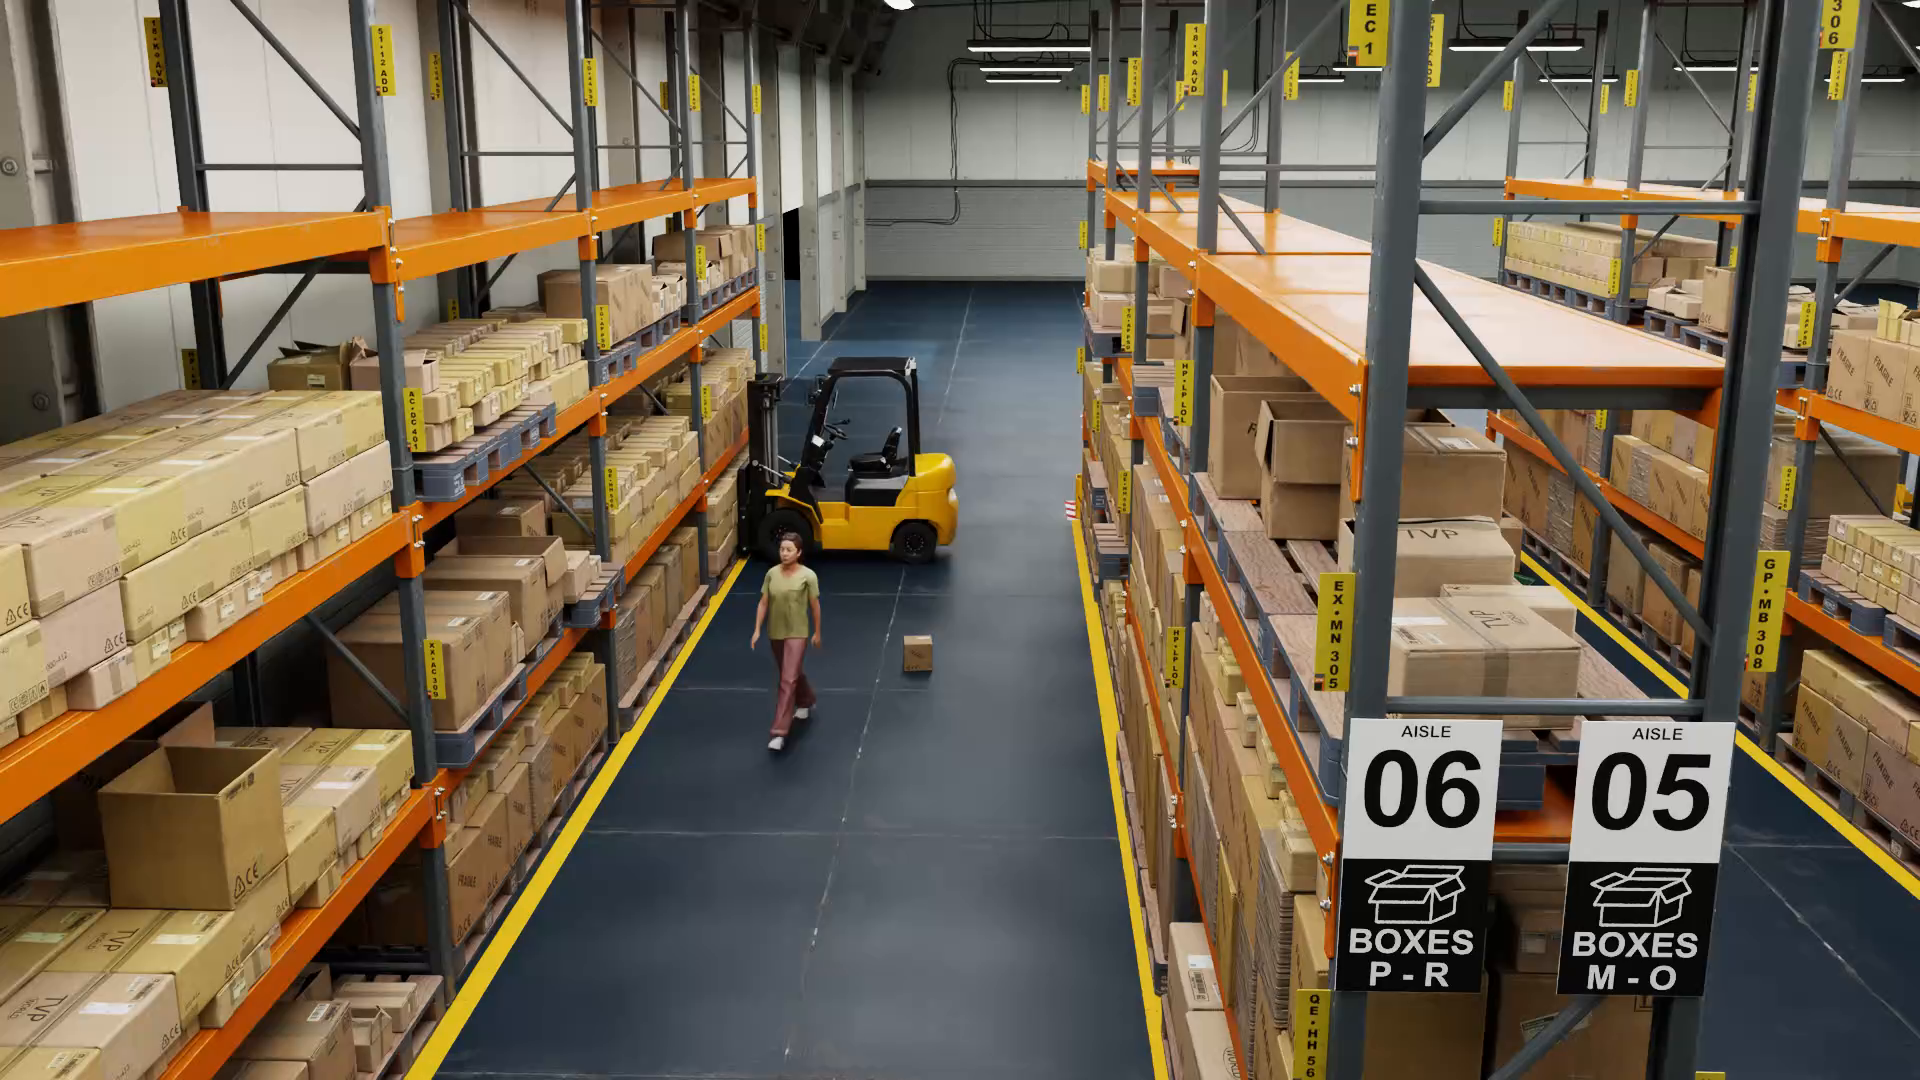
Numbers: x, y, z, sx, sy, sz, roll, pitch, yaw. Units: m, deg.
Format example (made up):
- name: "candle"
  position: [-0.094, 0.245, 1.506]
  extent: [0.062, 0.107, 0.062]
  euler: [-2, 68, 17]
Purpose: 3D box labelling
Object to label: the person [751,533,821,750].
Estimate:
- name: "person"
  position: [-1.374, 0.750, 13.000]
  extent: [0.457, 1.615, 1.027]
  euler: [5, 15, 20]
